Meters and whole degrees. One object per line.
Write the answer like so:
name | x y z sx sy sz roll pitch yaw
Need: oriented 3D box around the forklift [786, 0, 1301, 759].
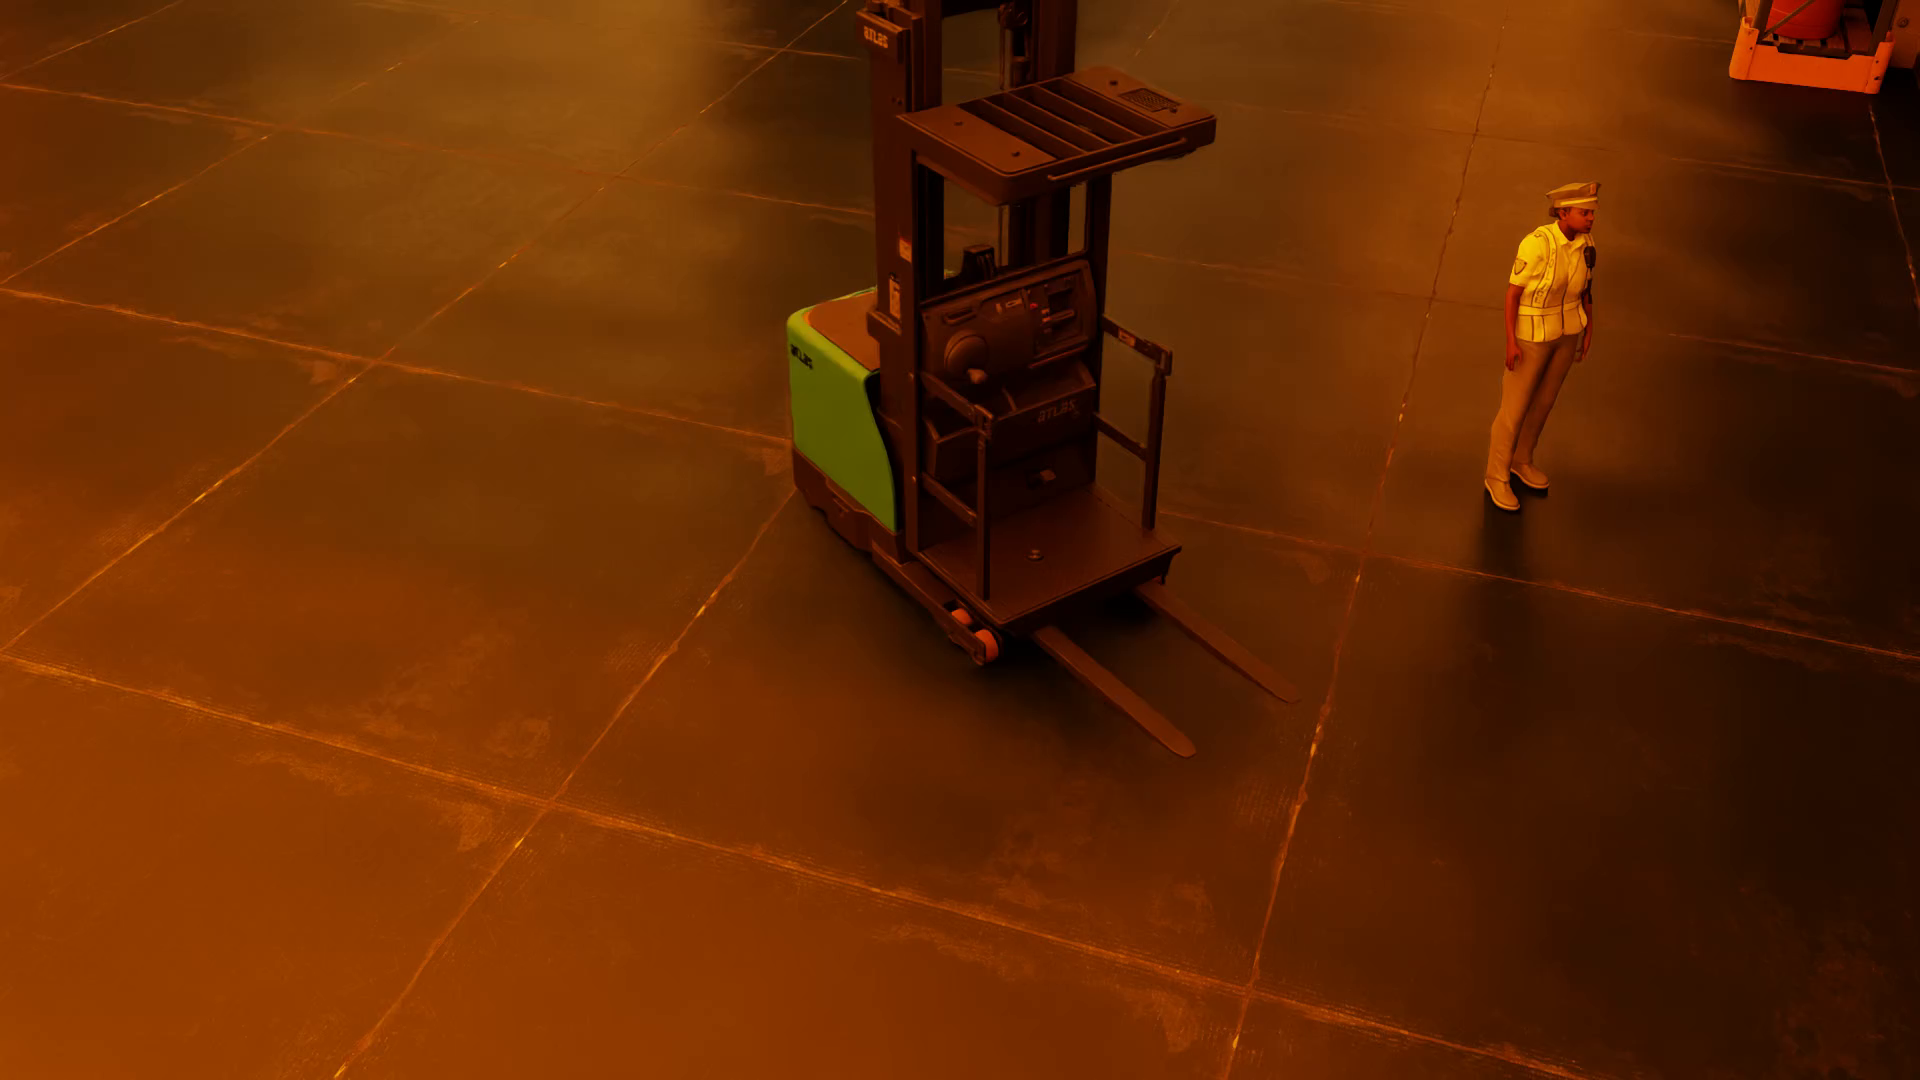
forklift | 0.358 -0.927 7.418 1.130 2.935 3.031 -22 41 -28

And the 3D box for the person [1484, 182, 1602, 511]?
person | 3.064 -1.027 8.616 0.568 1.695 0.531 -13 37 -17
